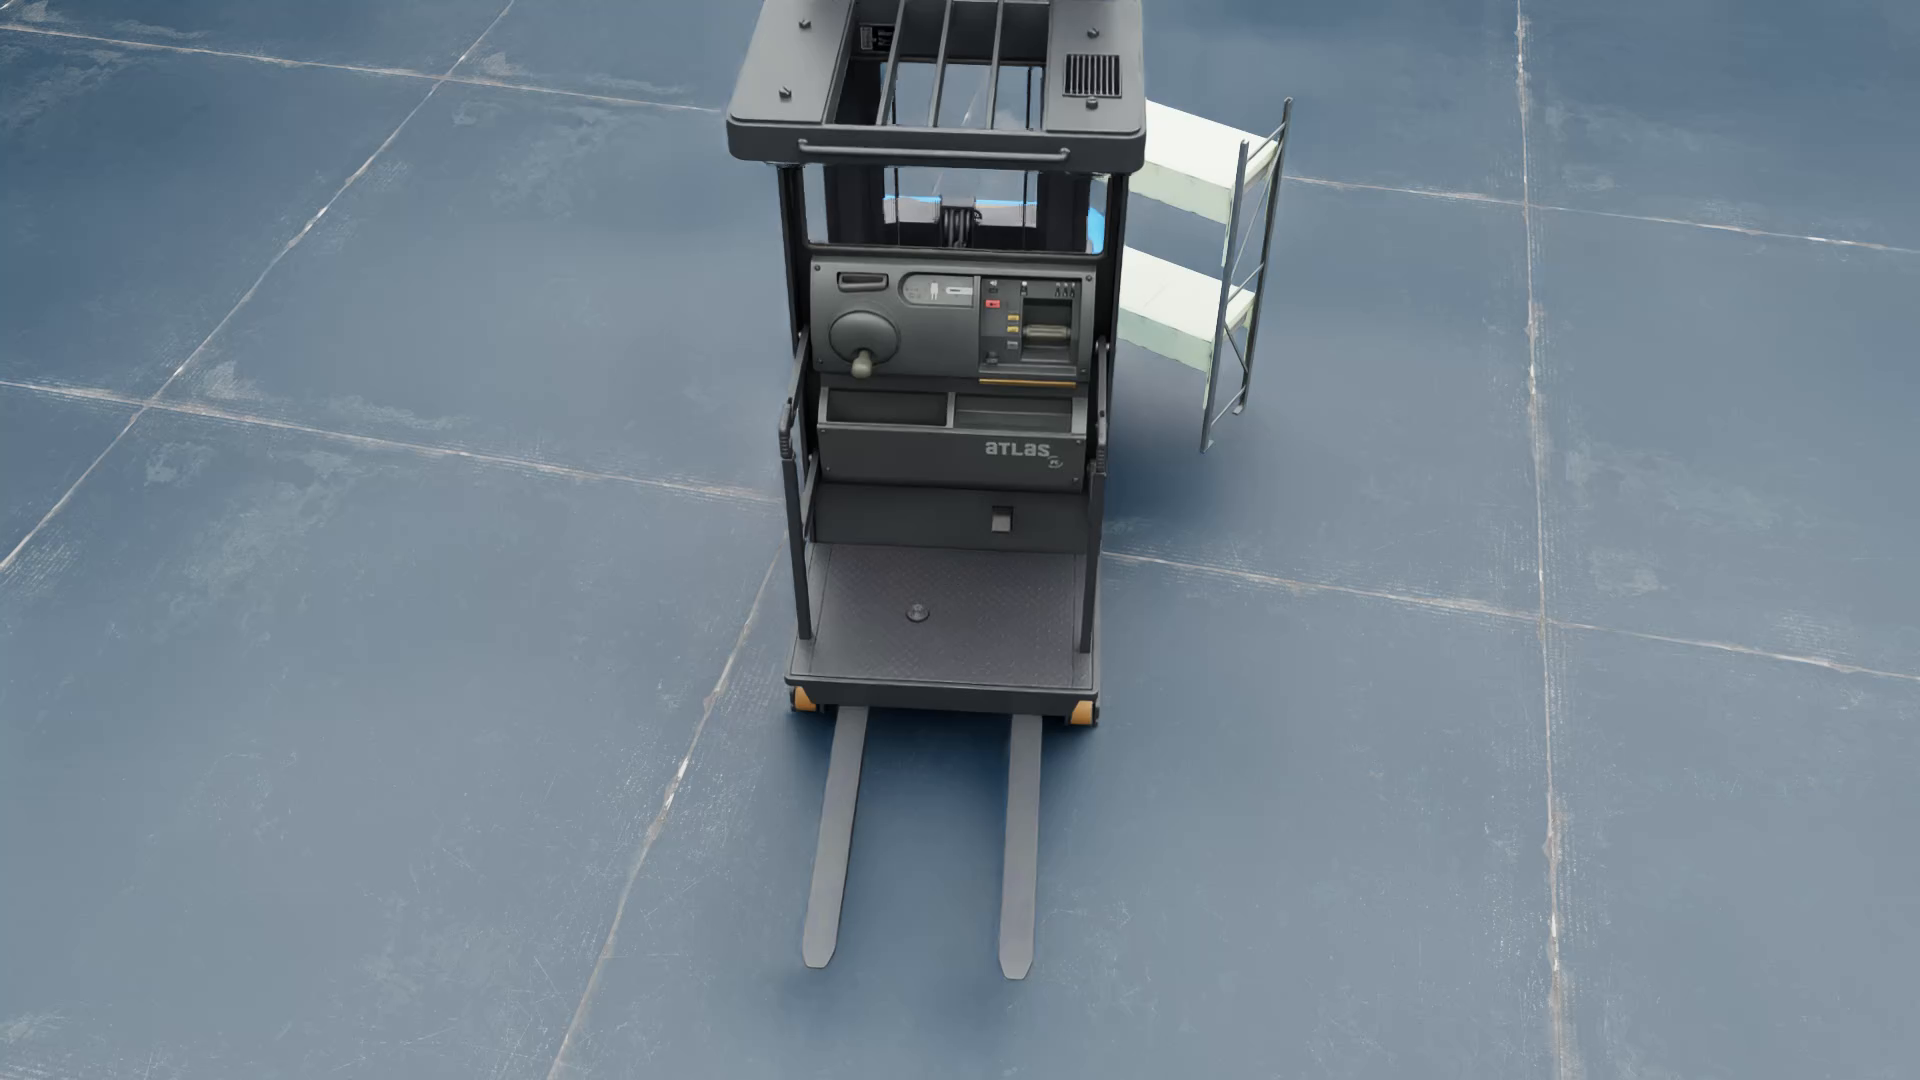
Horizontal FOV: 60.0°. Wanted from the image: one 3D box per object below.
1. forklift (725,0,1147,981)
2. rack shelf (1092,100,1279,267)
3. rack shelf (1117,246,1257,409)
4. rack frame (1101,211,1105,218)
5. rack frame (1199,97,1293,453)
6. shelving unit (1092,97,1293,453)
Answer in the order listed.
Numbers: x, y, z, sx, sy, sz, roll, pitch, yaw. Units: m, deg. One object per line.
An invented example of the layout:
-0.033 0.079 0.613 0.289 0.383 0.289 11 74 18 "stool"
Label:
-0.037 -0.624 5.285 1.130 2.935 3.031 3 44 3 "forklift"
0.847 -1.454 6.616 0.720 0.370 0.431 25 49 24 "rack shelf"
0.847 -0.937 7.113 0.720 0.370 0.431 25 49 24 "rack shelf"
0.544 -1.315 7.034 0.023 1.500 0.400 25 49 24 "rack frame"
1.150 -1.030 6.739 0.023 1.500 0.400 25 49 24 "rack frame"
0.847 -1.172 6.887 0.755 1.500 0.431 25 49 24 "shelving unit"
